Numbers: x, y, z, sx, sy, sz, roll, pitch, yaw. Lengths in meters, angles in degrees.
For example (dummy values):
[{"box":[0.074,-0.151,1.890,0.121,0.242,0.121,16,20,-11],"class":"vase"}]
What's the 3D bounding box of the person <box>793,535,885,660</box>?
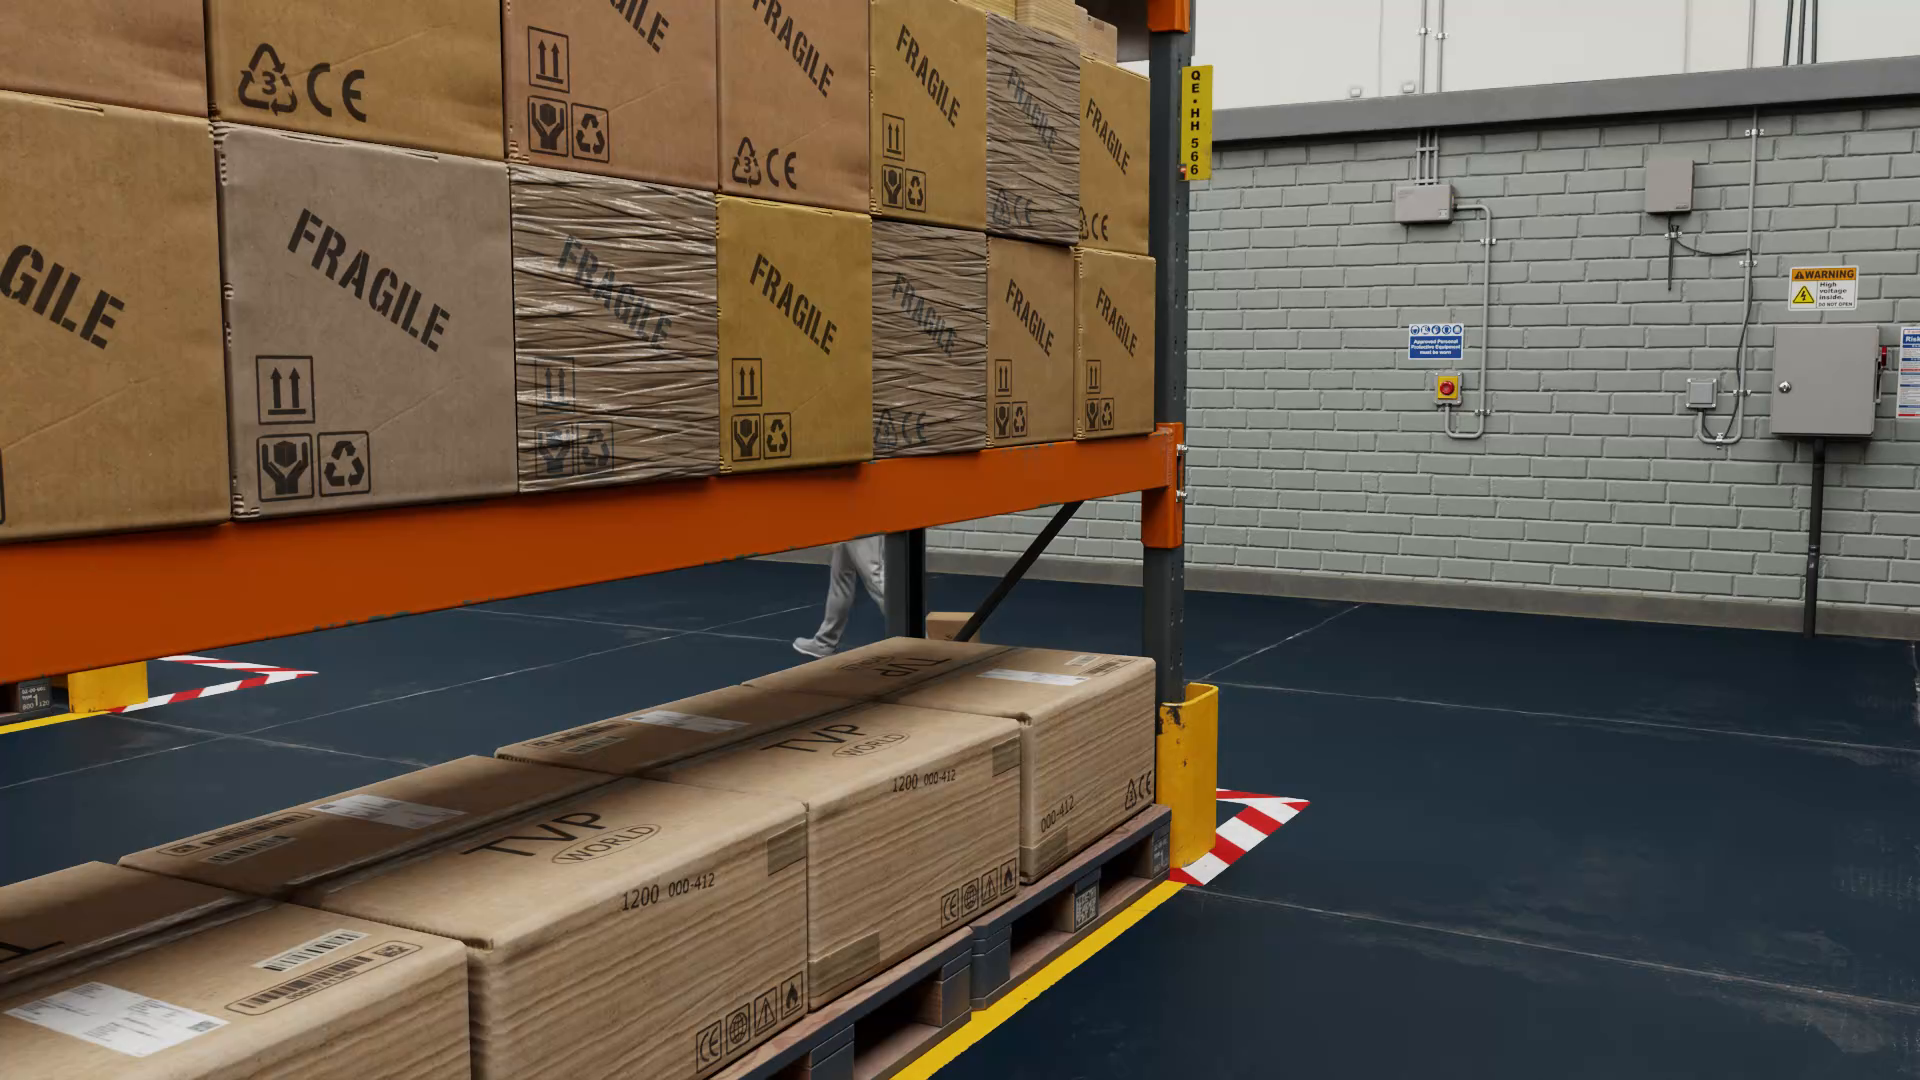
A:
[{"box":[-0.504,-0.186,8.009,0.975,1.631,0.487,4,7,31],"class":"person"}]
